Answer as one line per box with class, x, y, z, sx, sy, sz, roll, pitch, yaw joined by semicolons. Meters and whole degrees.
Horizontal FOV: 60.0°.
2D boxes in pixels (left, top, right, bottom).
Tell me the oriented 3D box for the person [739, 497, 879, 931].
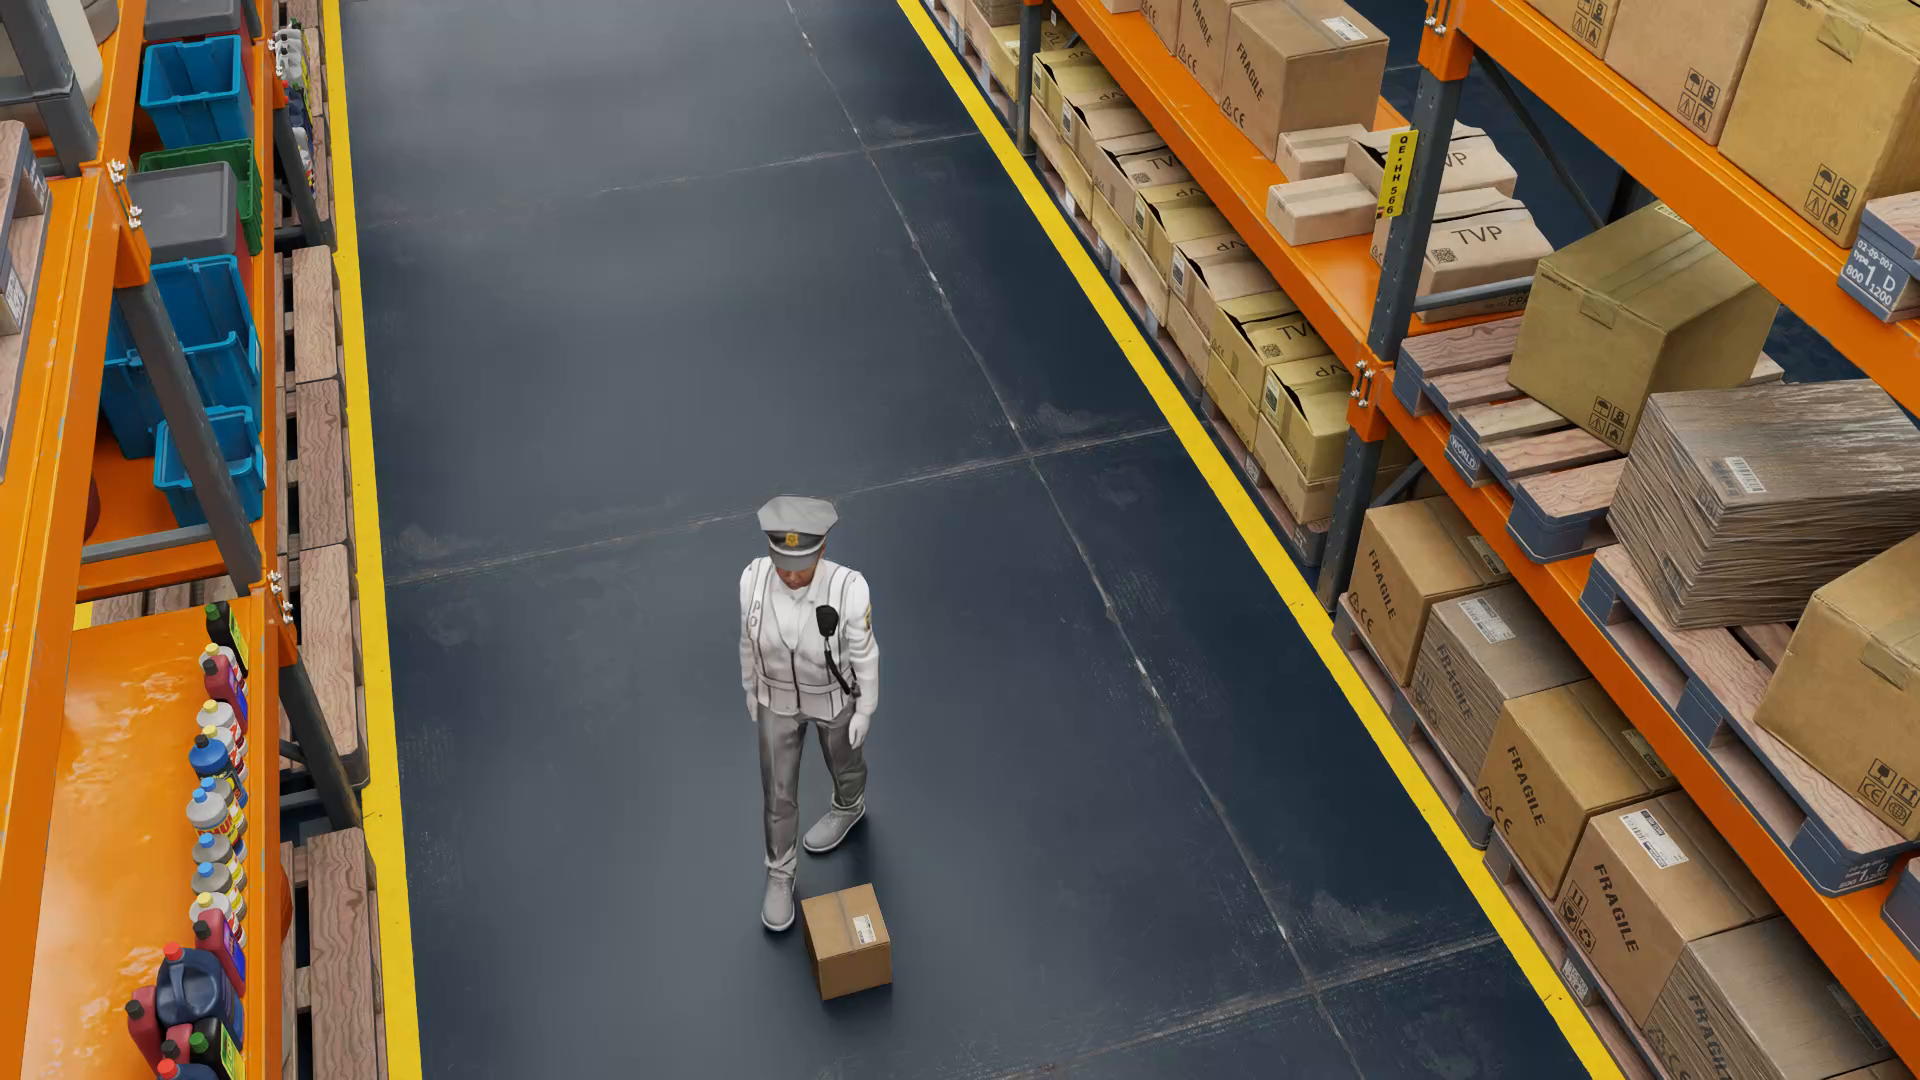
person;-0.518;0.586;5.502;0.476;1.667;0.633;6;43;6
